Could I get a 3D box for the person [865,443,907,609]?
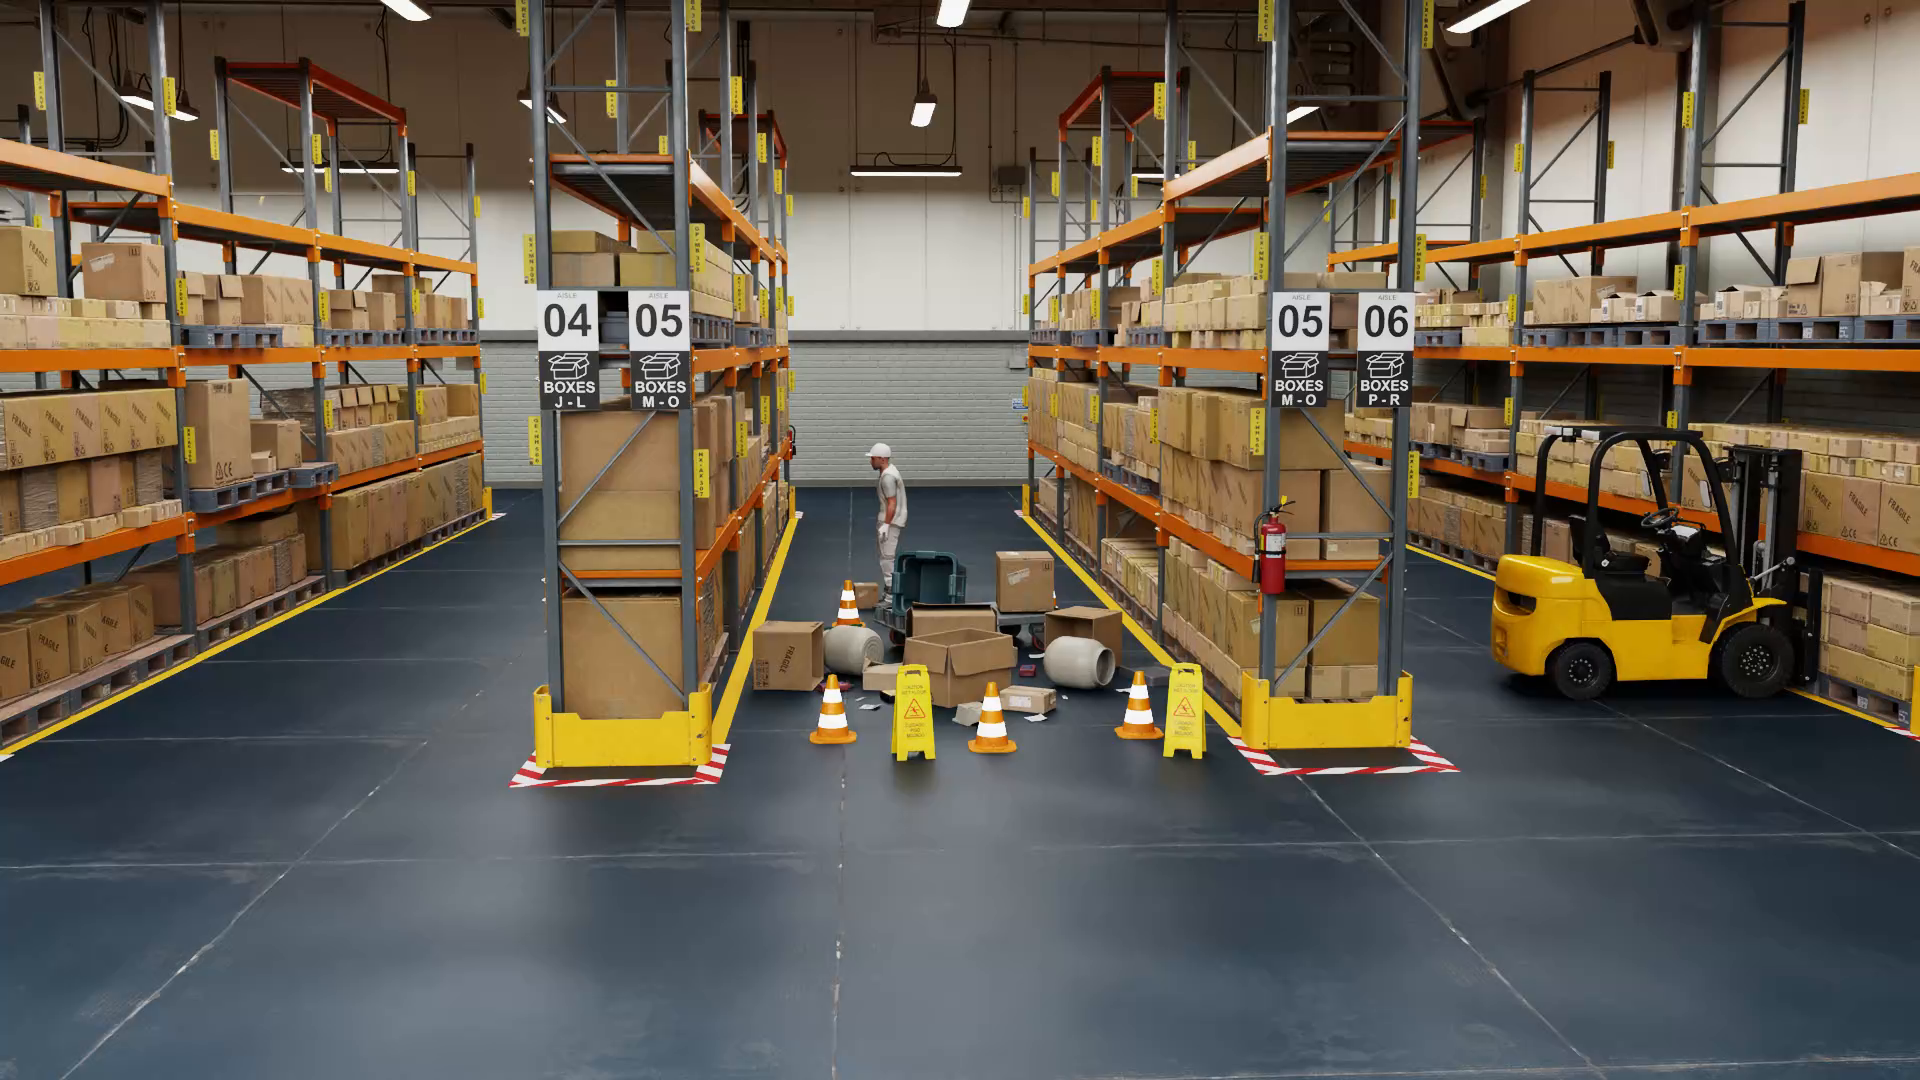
[{"bbox_3d":[-0.797,-0.156,17.988,0.448,1.780,0.608,0,7,-3],"label":"person"}]
